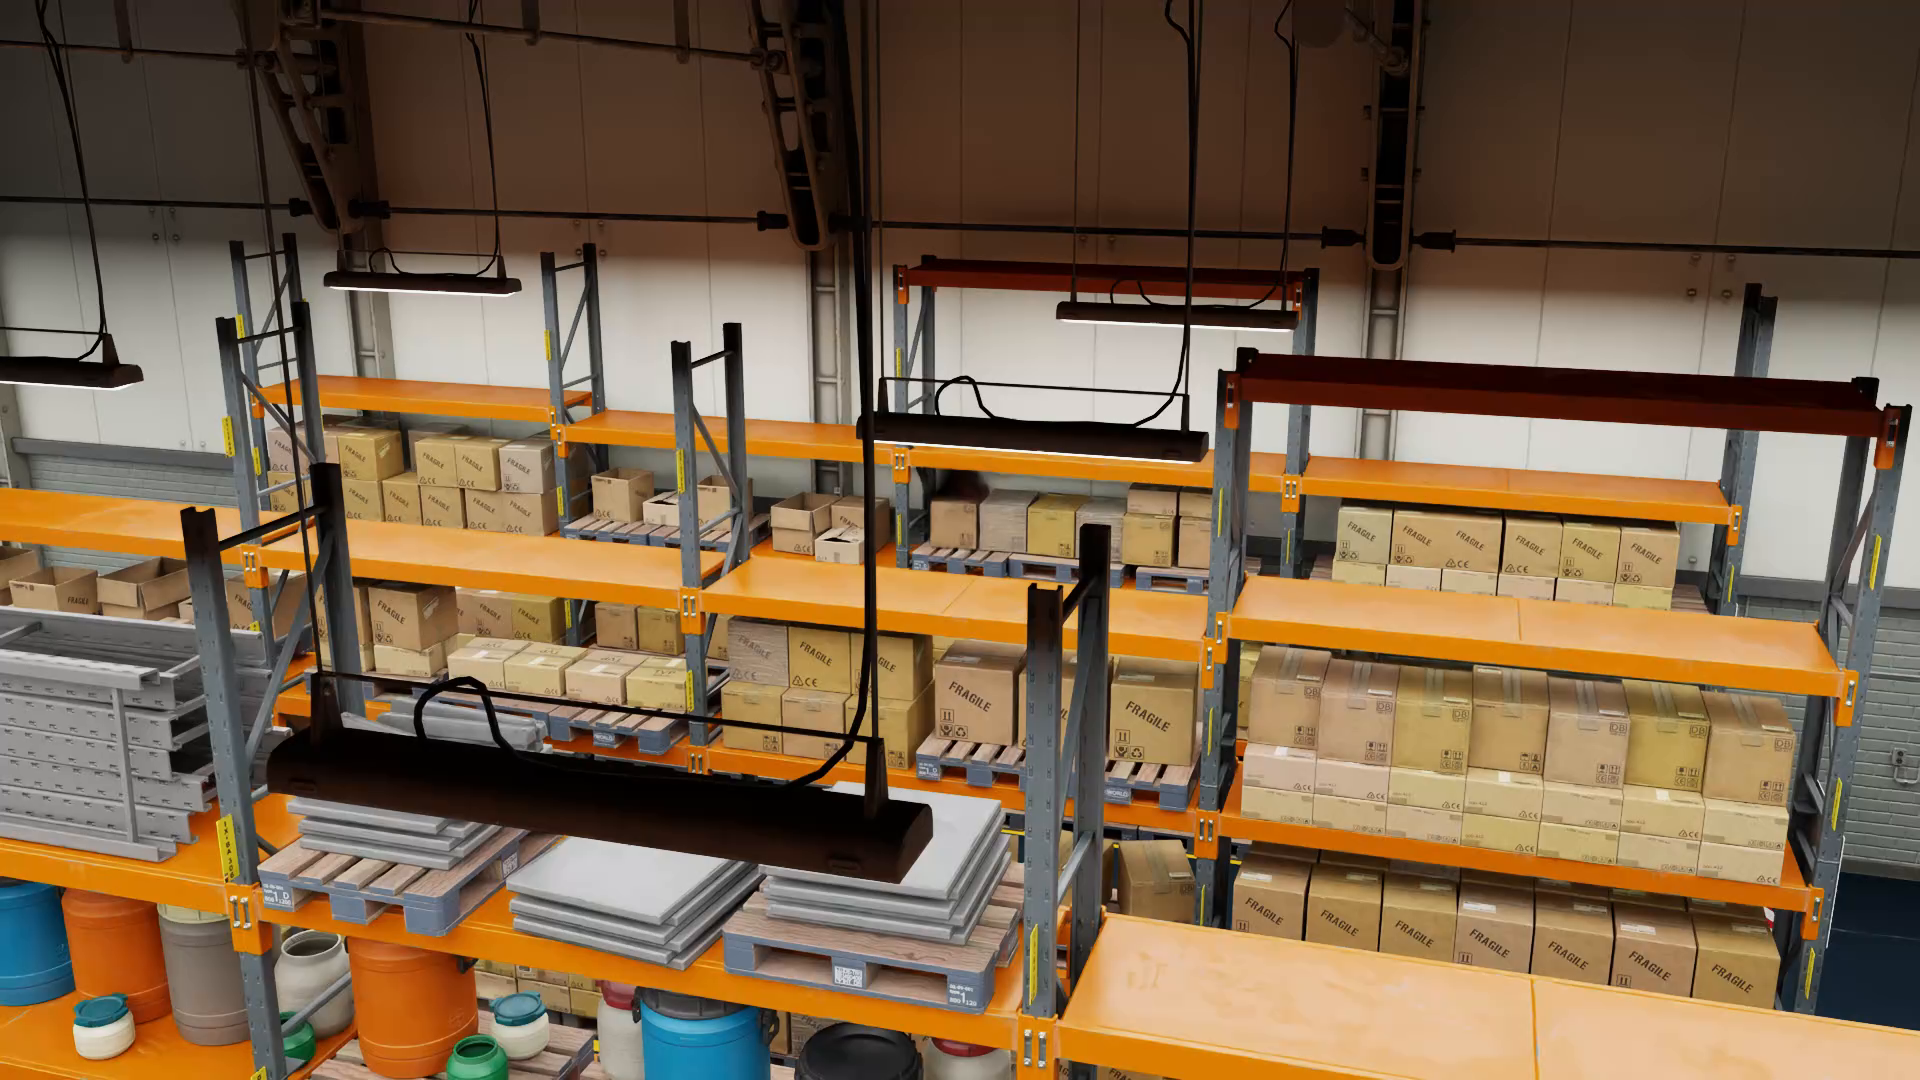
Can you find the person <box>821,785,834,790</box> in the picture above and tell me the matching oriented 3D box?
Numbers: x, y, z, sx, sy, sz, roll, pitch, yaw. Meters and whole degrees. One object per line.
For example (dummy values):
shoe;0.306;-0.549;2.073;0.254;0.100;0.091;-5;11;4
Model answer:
person;-1.127;2.878;15.600;0.572;1.809;0.445;-4;17;-15
